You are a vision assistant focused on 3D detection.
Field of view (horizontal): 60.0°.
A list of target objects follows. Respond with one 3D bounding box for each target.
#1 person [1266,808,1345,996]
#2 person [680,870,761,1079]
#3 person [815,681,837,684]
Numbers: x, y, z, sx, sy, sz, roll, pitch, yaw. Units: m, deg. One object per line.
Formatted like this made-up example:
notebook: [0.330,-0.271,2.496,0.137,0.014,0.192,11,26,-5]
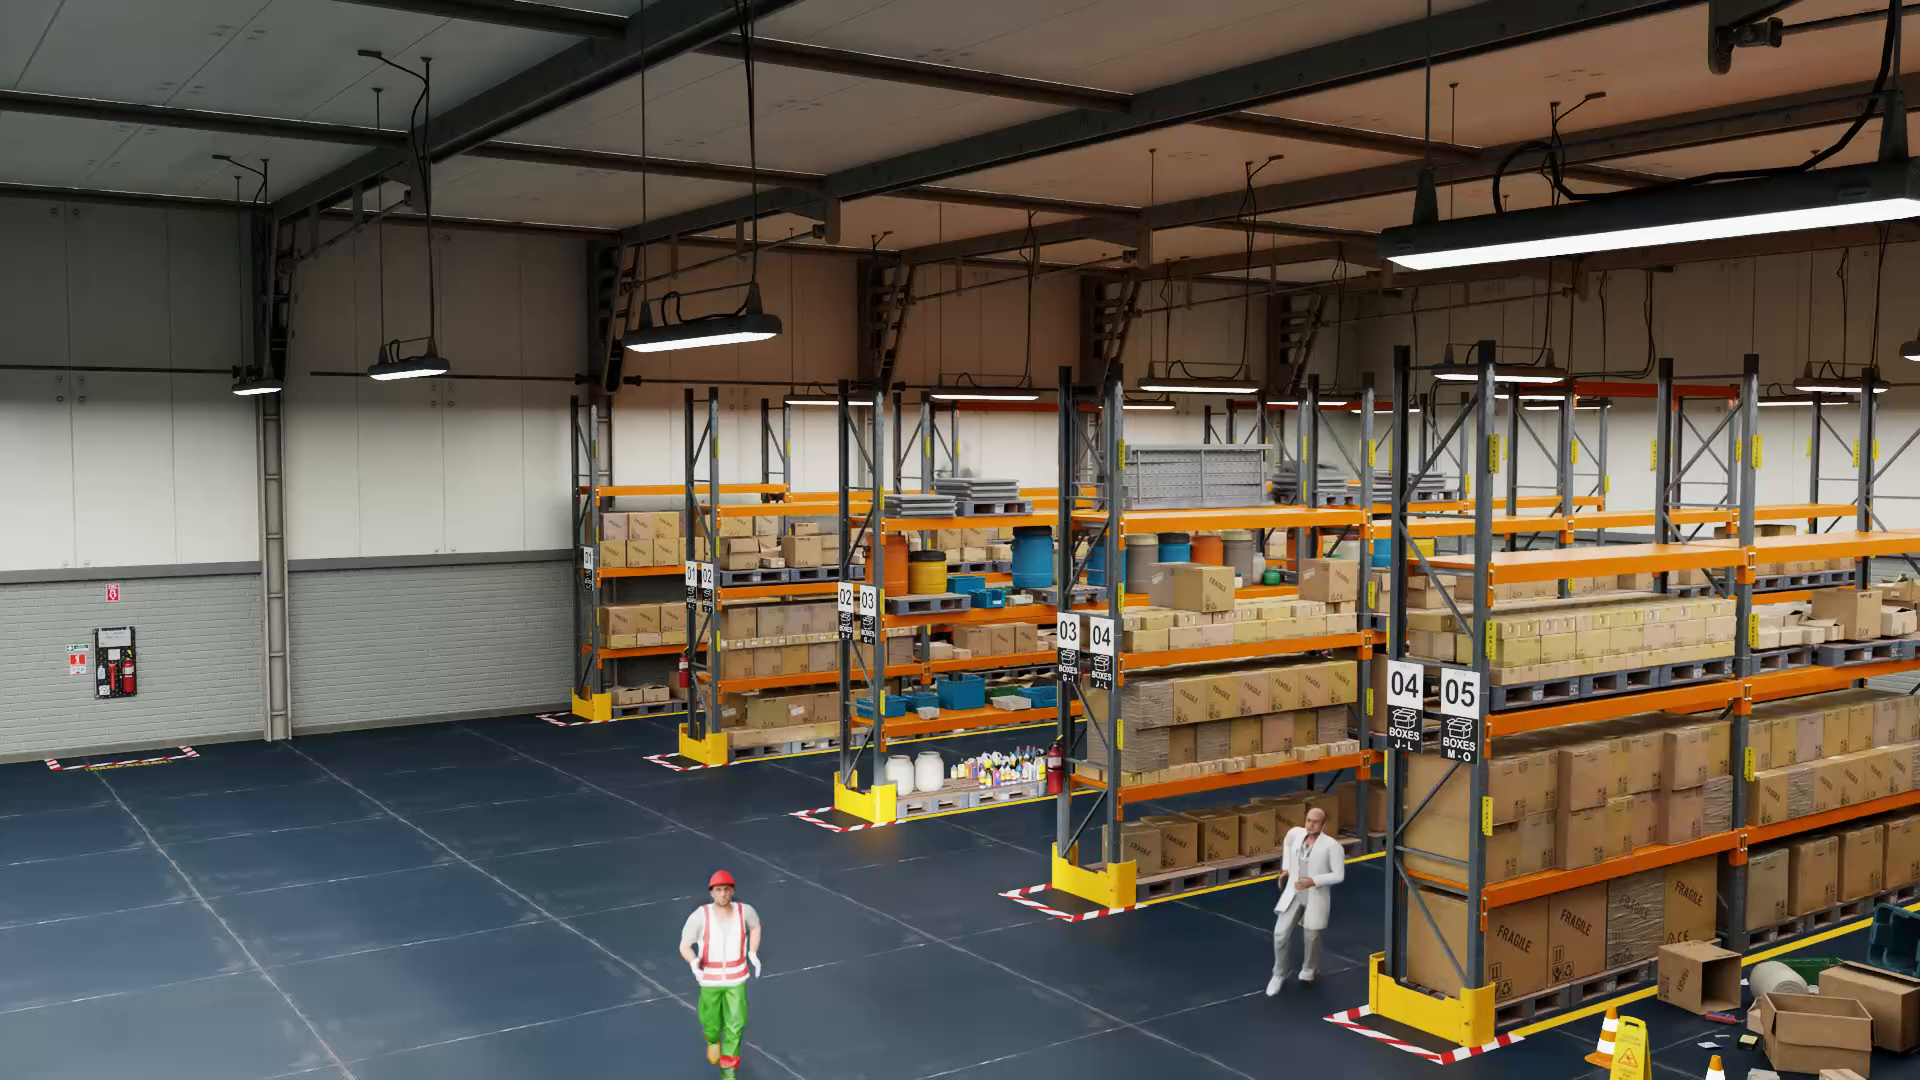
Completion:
person: [3.284,3.363,15.542,0.699,1.786,0.828,2,4,34]
person: [-1.878,3.483,13.133,0.657,1.778,0.953,-1,4,-12]
person: [-2.389,2.528,29.811,0.867,1.682,0.562,-3,5,-41]
